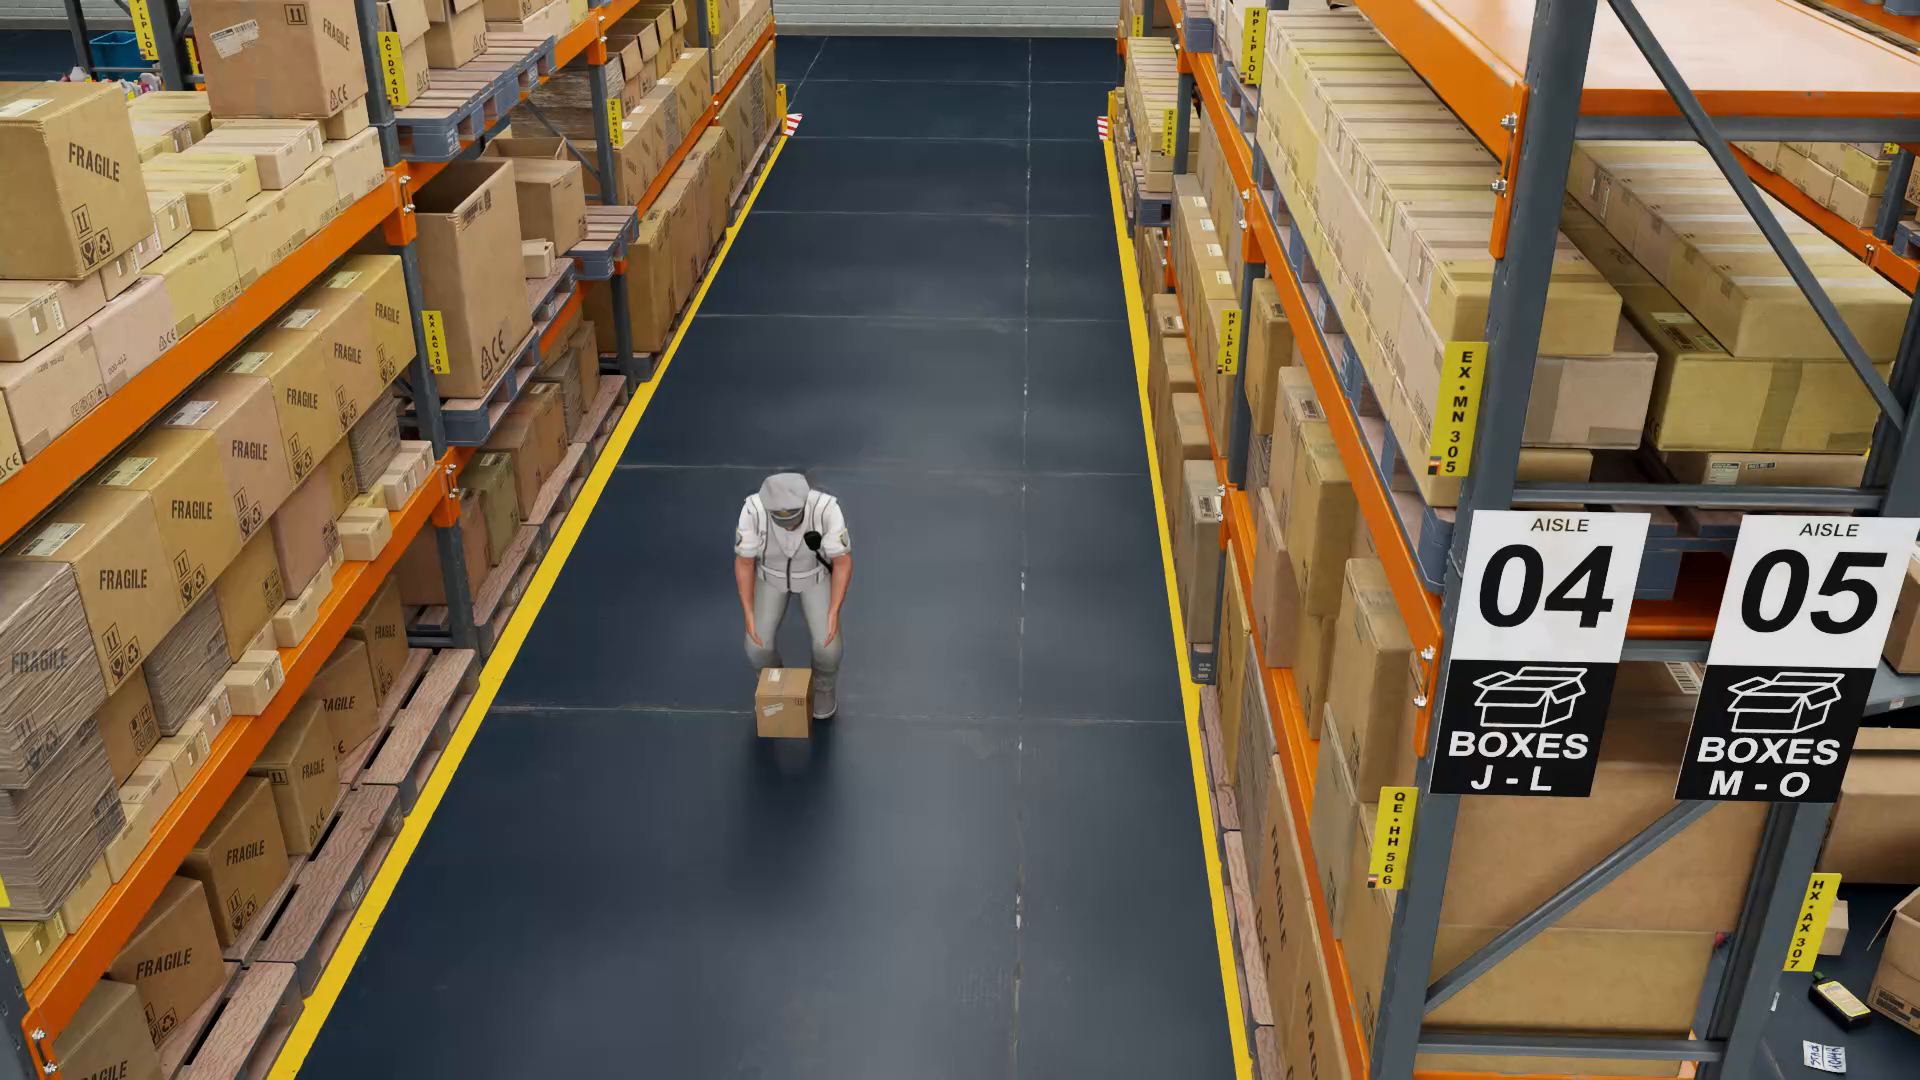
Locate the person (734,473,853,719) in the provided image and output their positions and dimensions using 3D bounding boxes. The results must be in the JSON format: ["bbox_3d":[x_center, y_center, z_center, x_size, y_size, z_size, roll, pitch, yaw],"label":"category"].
[{"bbox_3d":[-0.828,0.248,8.458,0.590,1.469,0.771,1,28,2],"label":"person"}]
